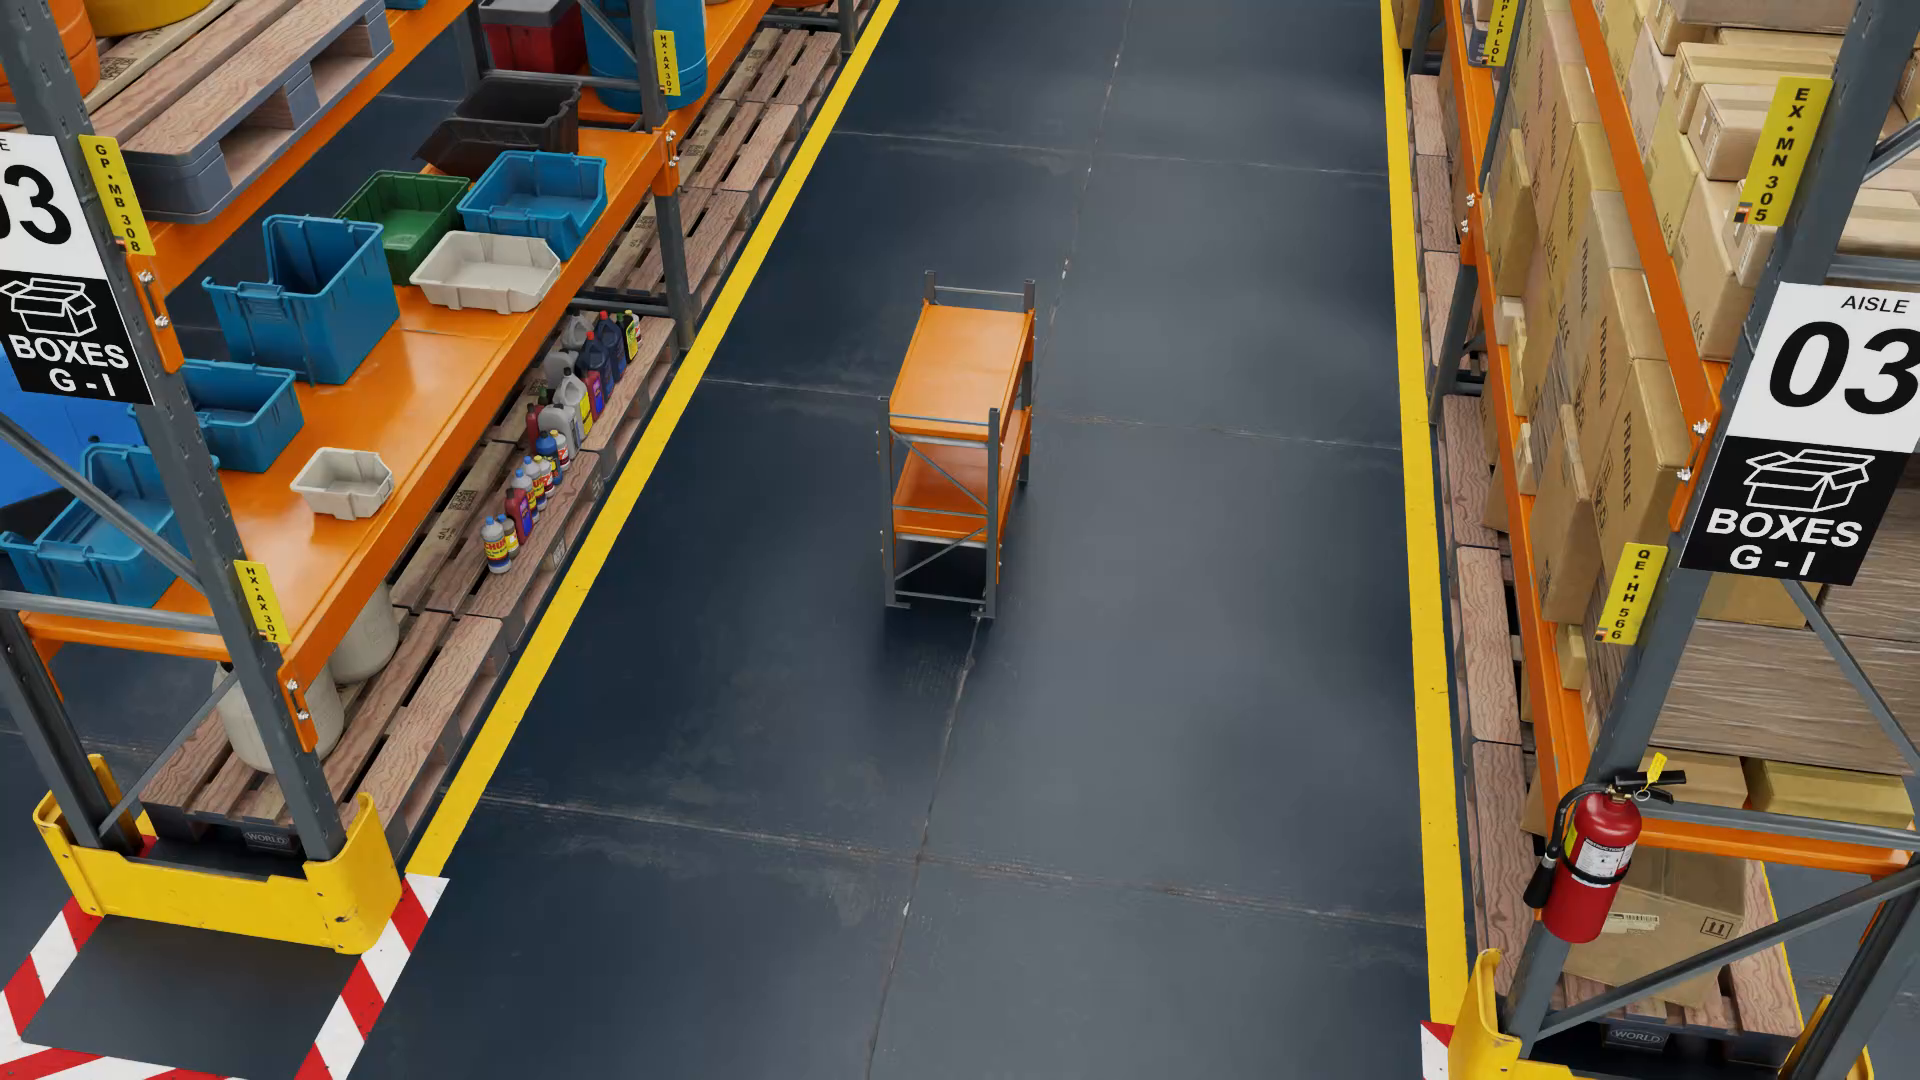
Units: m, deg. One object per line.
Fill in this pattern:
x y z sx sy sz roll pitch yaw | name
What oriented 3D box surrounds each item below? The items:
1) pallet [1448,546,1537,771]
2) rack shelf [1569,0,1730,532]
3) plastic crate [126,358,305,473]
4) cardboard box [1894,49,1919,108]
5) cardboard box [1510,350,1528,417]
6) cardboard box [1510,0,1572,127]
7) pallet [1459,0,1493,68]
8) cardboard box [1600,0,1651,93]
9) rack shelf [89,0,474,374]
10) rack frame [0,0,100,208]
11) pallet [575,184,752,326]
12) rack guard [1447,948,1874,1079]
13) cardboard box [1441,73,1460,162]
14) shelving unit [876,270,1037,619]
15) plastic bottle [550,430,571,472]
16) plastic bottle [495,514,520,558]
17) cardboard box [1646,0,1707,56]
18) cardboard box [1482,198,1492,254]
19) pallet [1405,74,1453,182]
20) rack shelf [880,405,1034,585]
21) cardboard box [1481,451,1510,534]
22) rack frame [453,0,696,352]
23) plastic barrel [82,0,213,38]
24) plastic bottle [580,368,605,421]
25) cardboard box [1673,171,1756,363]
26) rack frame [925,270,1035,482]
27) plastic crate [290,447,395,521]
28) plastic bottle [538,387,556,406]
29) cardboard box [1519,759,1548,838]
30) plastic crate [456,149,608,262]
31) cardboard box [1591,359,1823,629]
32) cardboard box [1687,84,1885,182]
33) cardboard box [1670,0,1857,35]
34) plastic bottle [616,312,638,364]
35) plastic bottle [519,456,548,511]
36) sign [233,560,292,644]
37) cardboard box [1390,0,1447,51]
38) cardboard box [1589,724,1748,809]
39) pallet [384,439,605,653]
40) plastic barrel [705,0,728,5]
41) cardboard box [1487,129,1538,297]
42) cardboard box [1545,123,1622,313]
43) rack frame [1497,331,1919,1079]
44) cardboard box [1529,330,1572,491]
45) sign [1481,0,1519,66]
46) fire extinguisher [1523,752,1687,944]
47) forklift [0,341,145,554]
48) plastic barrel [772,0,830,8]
2.625 0.538 7.031 1.003 0.211 1.213 6 40 8 | pallet
2.569 -1.354 5.341 1.077 0.370 4.000 6 40 8 | rack shelf
-2.745 -0.463 6.169 0.499 0.251 0.408 6 40 8 | plastic crate
2.724 -1.258 4.466 0.380 0.149 0.250 6 40 8 | cardboard box
2.335 -0.589 6.402 0.380 0.149 0.250 6 40 8 | cardboard box
2.587 -2.014 6.833 0.500 0.500 0.500 6 40 8 | cardboard box
3.305 -2.920 9.175 1.003 0.211 1.213 6 40 8 | pallet
2.319 -1.599 5.191 0.500 0.250 0.500 6 40 7 | cardboard box
-2.309 -1.900 6.001 1.077 0.370 4.000 6 40 8 | rack shelf
-2.655 -2.078 3.298 1.000 3.000 0.127 6 40 8 | rack frame
-1.866 -1.699 9.736 1.003 0.211 1.213 6 40 8 | pallet
2.236 1.696 5.404 1.175 0.500 0.348 6 40 8 | rack guard
3.428 -2.675 10.344 0.700 0.500 0.500 3 40 4 | cardboard box
0.001 -0.438 7.494 0.538 1.125 1.048 6 40 8 | shelving unit
-1.905 -0.430 7.863 0.097 0.201 0.097 0 40 0 | plastic bottle
-2.017 -0.026 7.375 0.097 0.201 0.097 0 40 0 | plastic bottle
2.196 -1.496 4.753 0.380 0.149 0.250 5 40 5 | cardboard box
2.526 -1.376 7.355 0.380 0.149 0.250 6 40 8 | cardboard box
3.471 -2.676 10.917 1.003 0.211 1.213 6 40 8 | pallet
0.001 -0.249 7.649 0.538 0.278 1.000 6 40 8 | rack shelf
2.715 -0.322 7.514 0.500 0.500 0.500 19 43 21 | cardboard box
-1.963 -2.276 8.246 1.000 3.000 0.127 6 40 8 | rack frame
-2.583 -1.886 4.943 0.600 0.588 0.600 0 40 0 | plastic barrel
-1.811 -0.736 8.169 0.061 0.283 0.133 9 40 11 | plastic bottle
2.056 -0.649 4.041 0.500 0.250 0.500 7 40 9 | cardboard box
0.089 -0.757 7.879 0.500 1.125 0.032 6 40 8 | rack frame
-2.184 -0.191 5.930 0.298 0.136 0.250 6 40 8 | plastic crate
-1.985 -0.635 8.048 0.061 0.283 0.133 6 40 8 | plastic bottle
2.417 0.813 6.142 0.500 0.500 0.500 17 42 19 | cardboard box
-1.887 -1.495 7.417 0.499 0.251 0.616 6 40 8 | plastic crate
2.075 -0.131 4.555 0.500 0.500 0.500 6 40 8 | cardboard box
2.063 -1.015 4.171 0.380 0.149 0.250 5 40 6 | cardboard box
2.242 -1.723 4.518 0.500 0.500 0.500 6 40 8 | cardboard box
-1.722 -1.061 8.562 0.061 0.283 0.133 8 40 10 | plastic bottle
-1.958 -0.266 7.610 0.097 0.271 0.097 0 40 0 | plastic bottle
-2.114 0.191 5.045 0.100 0.325 0.005 6 40 8 | sign
3.747 -4.014 11.686 1.225 0.875 0.875 5 40 6 | cardboard box
2.069 0.675 4.873 0.380 0.149 0.250 6 40 8 | cardboard box
-2.329 -0.017 7.702 1.003 0.211 1.213 6 40 8 | pallet
-1.455 -3.365 9.457 0.433 0.535 0.433 0 40 0 | plastic barrel
2.655 -1.298 6.751 0.875 0.500 0.500 6 40 8 | cardboard box
2.339 -1.072 5.692 0.500 0.500 0.500 6 40 8 | cardboard box
2.223 0.780 4.549 1.000 3.000 0.127 6 40 8 | rack frame
2.443 -0.351 5.606 0.875 0.500 0.500 6 40 8 | cardboard box
2.368 -2.235 7.288 0.100 0.325 0.005 6 40 8 | sign
1.749 0.831 4.549 0.296 0.674 0.183 6 40 8 | fire extinguisher
-4.891 -1.963 7.921 1.130 2.935 3.031 -24 45 -27 | forklift
-1.203 -4.421 12.214 0.600 0.830 0.708 6 40 8 | plastic barrel
